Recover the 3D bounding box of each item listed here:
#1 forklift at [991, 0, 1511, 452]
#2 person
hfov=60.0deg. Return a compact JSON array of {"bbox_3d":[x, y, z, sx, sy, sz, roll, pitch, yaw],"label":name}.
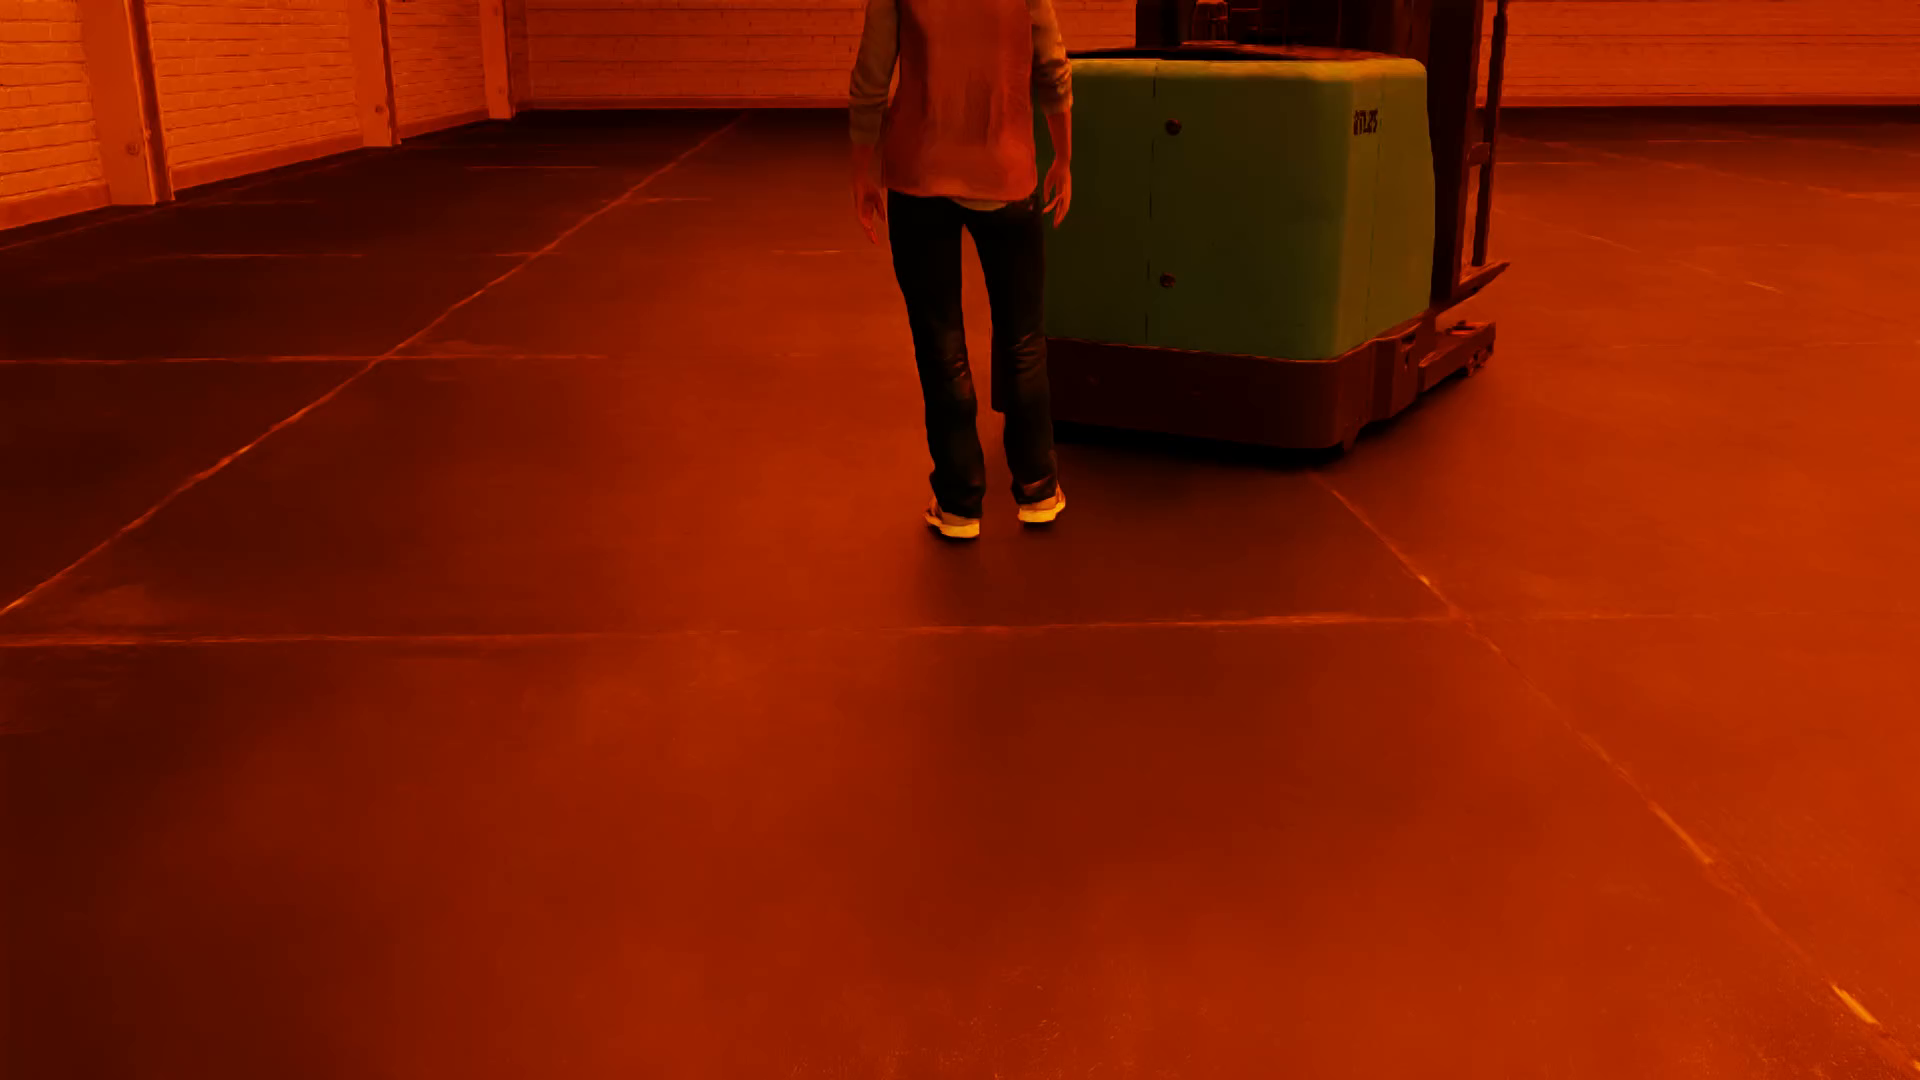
[{"bbox_3d":[1.261,-2.025,5.528,1.130,2.935,3.031,9,19,28],"label":"forklift"},{"bbox_3d":[0.010,-0.792,3.754,0.520,1.597,0.474,-1,17,-3],"label":"person"}]
